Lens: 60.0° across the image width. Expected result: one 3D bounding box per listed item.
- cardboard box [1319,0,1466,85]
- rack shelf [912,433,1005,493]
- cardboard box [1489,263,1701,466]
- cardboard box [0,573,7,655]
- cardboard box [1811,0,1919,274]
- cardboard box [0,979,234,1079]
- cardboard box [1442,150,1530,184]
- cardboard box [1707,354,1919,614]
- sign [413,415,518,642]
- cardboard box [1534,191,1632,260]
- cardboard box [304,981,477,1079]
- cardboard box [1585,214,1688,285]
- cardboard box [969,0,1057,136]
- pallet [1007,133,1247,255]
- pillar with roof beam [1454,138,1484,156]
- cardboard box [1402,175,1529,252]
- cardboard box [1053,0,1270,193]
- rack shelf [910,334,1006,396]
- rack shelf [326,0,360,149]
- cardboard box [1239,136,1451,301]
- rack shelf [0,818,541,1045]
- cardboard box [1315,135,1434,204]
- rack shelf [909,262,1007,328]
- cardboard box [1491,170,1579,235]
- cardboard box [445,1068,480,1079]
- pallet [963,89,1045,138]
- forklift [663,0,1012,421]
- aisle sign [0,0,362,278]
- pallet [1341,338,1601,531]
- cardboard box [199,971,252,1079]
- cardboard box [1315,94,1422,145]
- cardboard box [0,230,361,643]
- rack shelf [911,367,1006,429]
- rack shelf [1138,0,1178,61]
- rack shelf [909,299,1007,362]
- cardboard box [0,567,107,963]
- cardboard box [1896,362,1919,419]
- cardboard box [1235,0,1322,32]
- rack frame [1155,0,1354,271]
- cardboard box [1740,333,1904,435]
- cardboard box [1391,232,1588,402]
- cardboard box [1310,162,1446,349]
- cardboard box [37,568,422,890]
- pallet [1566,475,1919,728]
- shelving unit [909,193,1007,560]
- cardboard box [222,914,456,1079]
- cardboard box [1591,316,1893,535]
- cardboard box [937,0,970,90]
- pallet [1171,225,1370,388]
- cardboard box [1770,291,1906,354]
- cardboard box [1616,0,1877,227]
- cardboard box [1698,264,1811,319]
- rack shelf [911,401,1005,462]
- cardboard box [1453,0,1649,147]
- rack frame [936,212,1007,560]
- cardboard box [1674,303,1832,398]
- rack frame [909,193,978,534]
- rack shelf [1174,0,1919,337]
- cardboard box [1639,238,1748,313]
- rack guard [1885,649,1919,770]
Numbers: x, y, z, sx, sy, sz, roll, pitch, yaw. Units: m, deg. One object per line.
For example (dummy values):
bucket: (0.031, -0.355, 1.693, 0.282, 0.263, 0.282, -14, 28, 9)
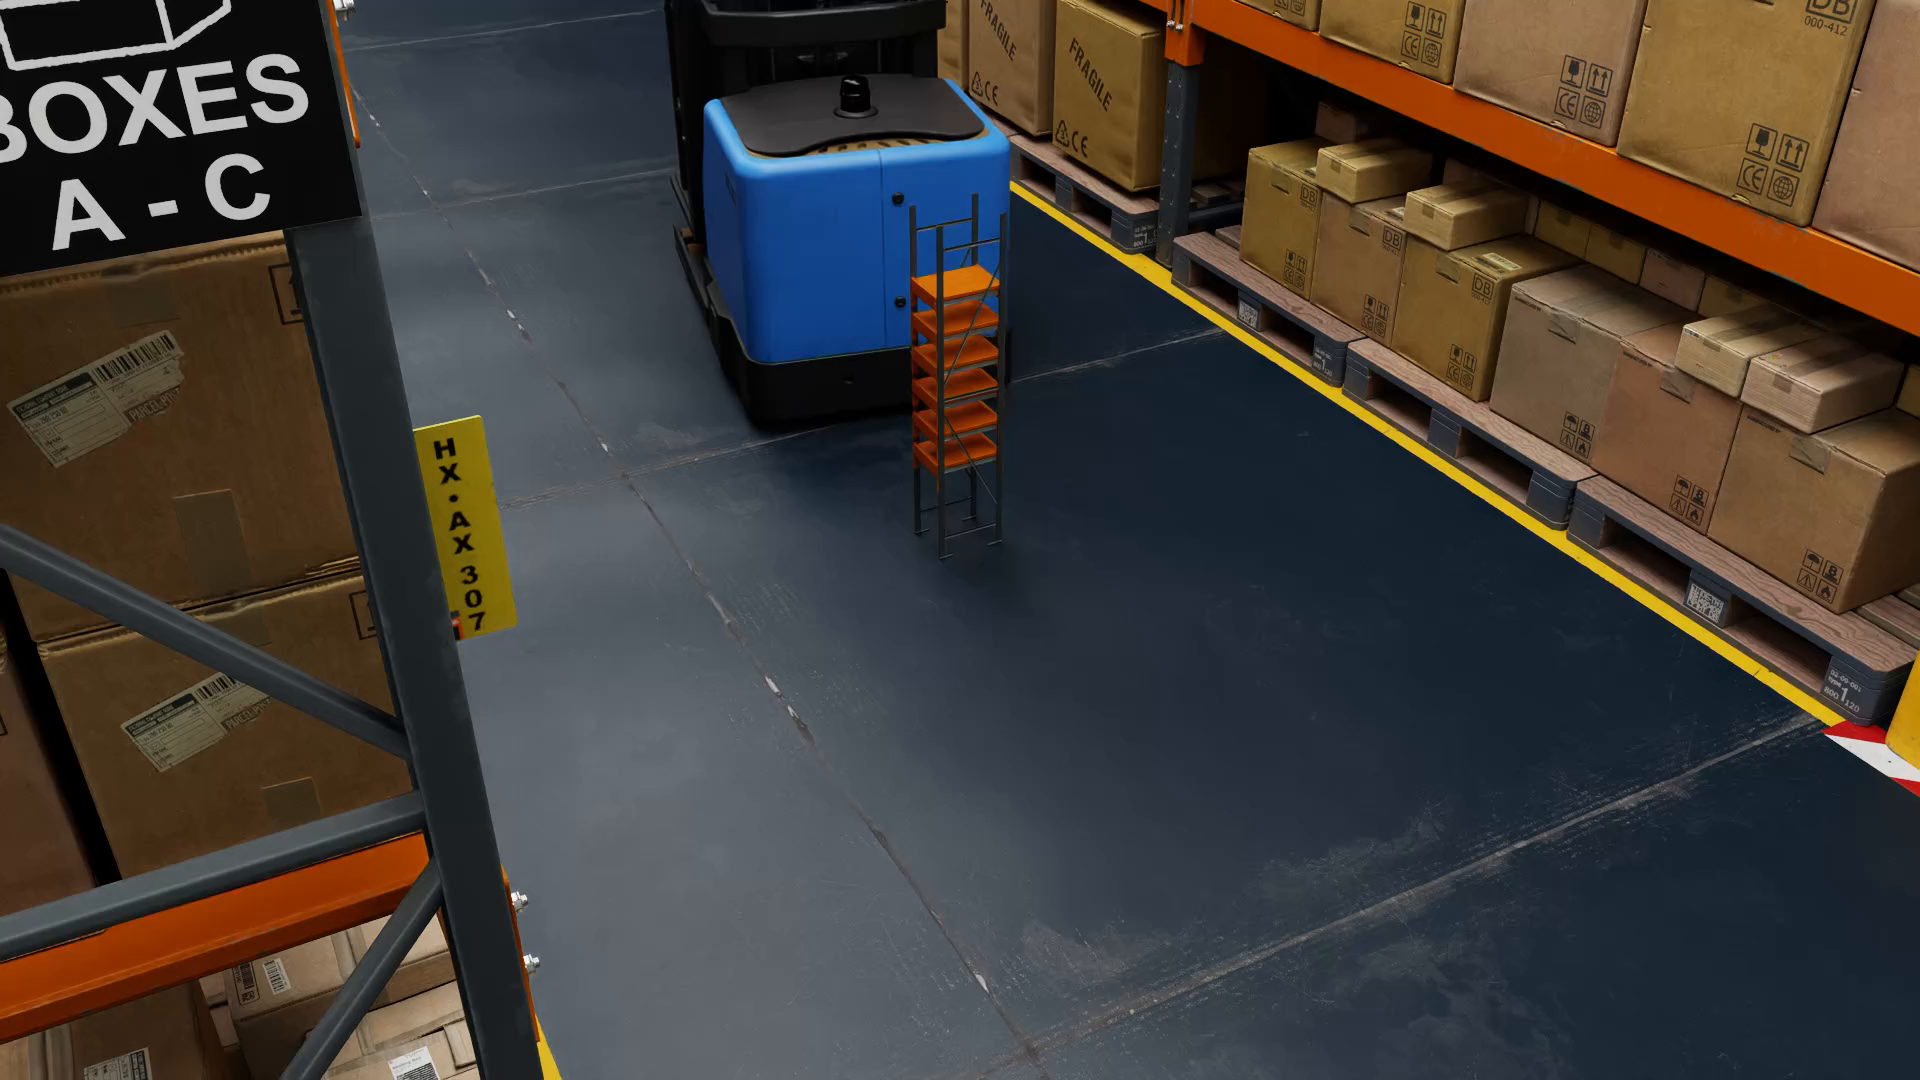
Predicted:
cardboard box: (1.957, -2.178, 6.091, 0.980, 0.700, 0.700, -17, 36, -24)
rack shelf: (-0.007, -0.273, 5.591, 0.258, 0.103, 0.180, -16, 36, -23)
cardboard box: (2.365, -0.667, 5.939, 0.700, 0.500, 0.500, -17, 36, -25)
cardboard box: (-1.583, -0.114, 2.128, 0.500, 0.500, 0.500, -16, 36, -24)
cardboard box: (3.001, -1.123, 4.444, 0.980, 0.700, 0.700, -14, 35, -21)
cardboard box: (-1.604, 1.162, 3.065, 0.500, 0.500, 0.500, -16, 36, -23)
cardboard box: (2.120, -1.422, 6.515, 0.380, 0.149, 0.250, -17, 36, -25)
cardboard box: (2.833, -0.189, 5.192, 0.700, 0.500, 0.500, -16, 36, -23)
sign: (-0.653, -0.009, 2.181, 0.100, 0.325, 0.005, -16, 36, -23)
cardboard box: (2.358, -1.178, 6.135, 0.380, 0.149, 0.250, -17, 36, -24)
cardboard box: (-1.140, 1.094, 3.480, 0.380, 0.166, 0.250, -16, 36, -23)
cardboard box: (2.476, -1.057, 5.946, 0.380, 0.149, 0.250, -15, 36, -23)
cardboard box: (0.548, -2.637, 8.689, 0.750, 0.750, 0.750, -15, 35, -22)
pallet: (0.957, -1.840, 8.426, 1.003, 0.211, 1.213, -16, 36, -23)
pillar with roof beam: (-1.334, -3.991, 3.638, 9.100, 9.000, 0.400, -16, 36, -23)
cardboard box: (1.883, -1.221, 6.202, 0.380, 0.149, 0.250, -17, 36, -24)
cardboard box: (0.965, -2.214, 8.028, 0.750, 0.750, 0.750, -15, 36, -23)
rack shelf: (-0.007, -0.576, 5.396, 0.258, 0.103, 0.180, -16, 36, -23)
rack shelf: (-2.065, -1.422, 3.076, 1.077, 0.370, 4.000, -16, 36, -23)
cardboard box: (1.641, -1.406, 7.092, 0.700, 0.500, 0.500, -15, 36, -23)
rack shelf: (-2.065, -0.159, 3.885, 1.077, 0.370, 4.000, -16, 36, -23)
cardboard box: (1.639, -1.470, 6.590, 0.380, 0.149, 0.250, -15, 35, -22)
rack shelf: (-0.007, -0.778, 5.267, 0.258, 0.103, 0.180, -16, 36, -23)
cardboard box: (2.237, -1.301, 6.327, 0.380, 0.149, 0.250, -15, 36, -23)
cardboard box: (-1.024, 1.221, 3.298, 0.380, 0.149, 0.250, -16, 36, -23)
pallet: (0.384, -2.423, 9.336, 1.003, 0.211, 1.213, -16, 36, -23)
forklift: (-0.701, -2.476, 6.897, 1.130, 2.935, 3.031, -9, 34, -14)
aisle sign: (-0.841, -0.644, 1.564, 0.394, 0.787, 0.004, -16, 36, -23)
pallet: (2.241, -0.525, 6.374, 1.003, 0.211, 1.213, -16, 36, -23)
cardboard box: (-1.713, 1.086, 3.492, 0.380, 0.166, 0.250, -16, 36, -23)
cardboard box: (1.749, -1.798, 7.103, 0.380, 0.149, 0.250, -16, 36, -23)
cardboard box: (-1.106, -0.249, 2.339, 0.500, 0.500, 0.500, -15, 35, -22)
rack shelf: (-0.007, -0.475, 5.461, 0.258, 0.103, 0.180, -16, 36, -23)
rack shelf: (0.450, -3.316, 8.812, 1.077, 0.370, 4.000, -16, 36, -23)
rack shelf: (-0.007, -0.677, 5.332, 0.258, 0.103, 0.180, -16, 36, -23)
cardboard box: (-1.582, 0.305, 2.401, 0.500, 0.500, 0.500, -15, 35, -22)
cardboard box: (3.068, -0.453, 5.002, 0.380, 0.149, 0.250, -16, 36, -23)
cardboard box: (1.621, -2.528, 6.637, 0.980, 0.700, 0.700, -15, 36, -22)
rack frame: (1.383, -2.665, 7.128, 1.000, 3.000, 0.127, -16, 36, -23)
cardboard box: (2.612, -0.477, 5.041, 0.380, 0.149, 0.250, -16, 36, -24)
cardboard box: (2.110, -0.920, 6.333, 0.700, 0.500, 0.500, -15, 36, -22)
cardboard box: (1.872, -1.166, 6.717, 0.700, 0.500, 0.500, -16, 36, -24)
cardboard box: (-1.106, 0.172, 2.608, 0.500, 0.500, 0.500, -15, 36, -22)
pallet: (2.806, 0.057, 5.466, 1.003, 0.211, 1.213, -16, 36, -23)
shelving unit: (-0.007, -0.512, 5.437, 0.258, 1.200, 0.189, -16, 36, -23)
cardboard box: (-1.368, 0.895, 3.713, 0.500, 0.250, 0.500, -16, 36, -23)
cardboard box: (2.600, -0.428, 5.565, 0.700, 0.500, 0.500, -16, 36, -23)
cardboard box: (0.148, -3.042, 9.320, 0.750, 0.750, 0.750, -16, 36, -23)
pallet: (1.668, -1.108, 7.283, 1.003, 0.211, 1.213, -16, 36, -23)
cardboard box: (2.831, -0.694, 5.379, 0.380, 0.149, 0.250, -16, 36, -23)
cardboard box: (2.652, -1.467, 4.981, 0.980, 0.700, 0.700, -16, 36, -23)
cardboard box: (2.715, -0.814, 5.566, 0.380, 0.149, 0.250, -16, 36, -23)
rack shelf: (-0.007, -0.374, 5.526, 0.258, 0.103, 0.180, -16, 36, -23)
cardboard box: (2.305, -1.833, 5.553, 0.980, 0.700, 0.700, -18, 37, -25)
rack frame: (0.036, -0.468, 5.369, 0.240, 1.200, 0.006, -16, 36, -23)
cardboard box: (2.492, -0.599, 5.231, 0.380, 0.149, 0.250, -15, 36, -22)
rack frame: (-0.049, -0.556, 5.505, 0.240, 1.200, 0.006, -16, 36, -23)
rack shelf: (2.315, -1.407, 5.833, 1.077, 0.370, 4.000, -16, 36, -23)
cardboard box: (2.596, -0.935, 5.755, 0.380, 0.149, 0.250, -15, 36, -22)
rack guard: (3.259, 0.308, 4.805, 1.175, 0.500, 0.348, -16, 36, -23)
